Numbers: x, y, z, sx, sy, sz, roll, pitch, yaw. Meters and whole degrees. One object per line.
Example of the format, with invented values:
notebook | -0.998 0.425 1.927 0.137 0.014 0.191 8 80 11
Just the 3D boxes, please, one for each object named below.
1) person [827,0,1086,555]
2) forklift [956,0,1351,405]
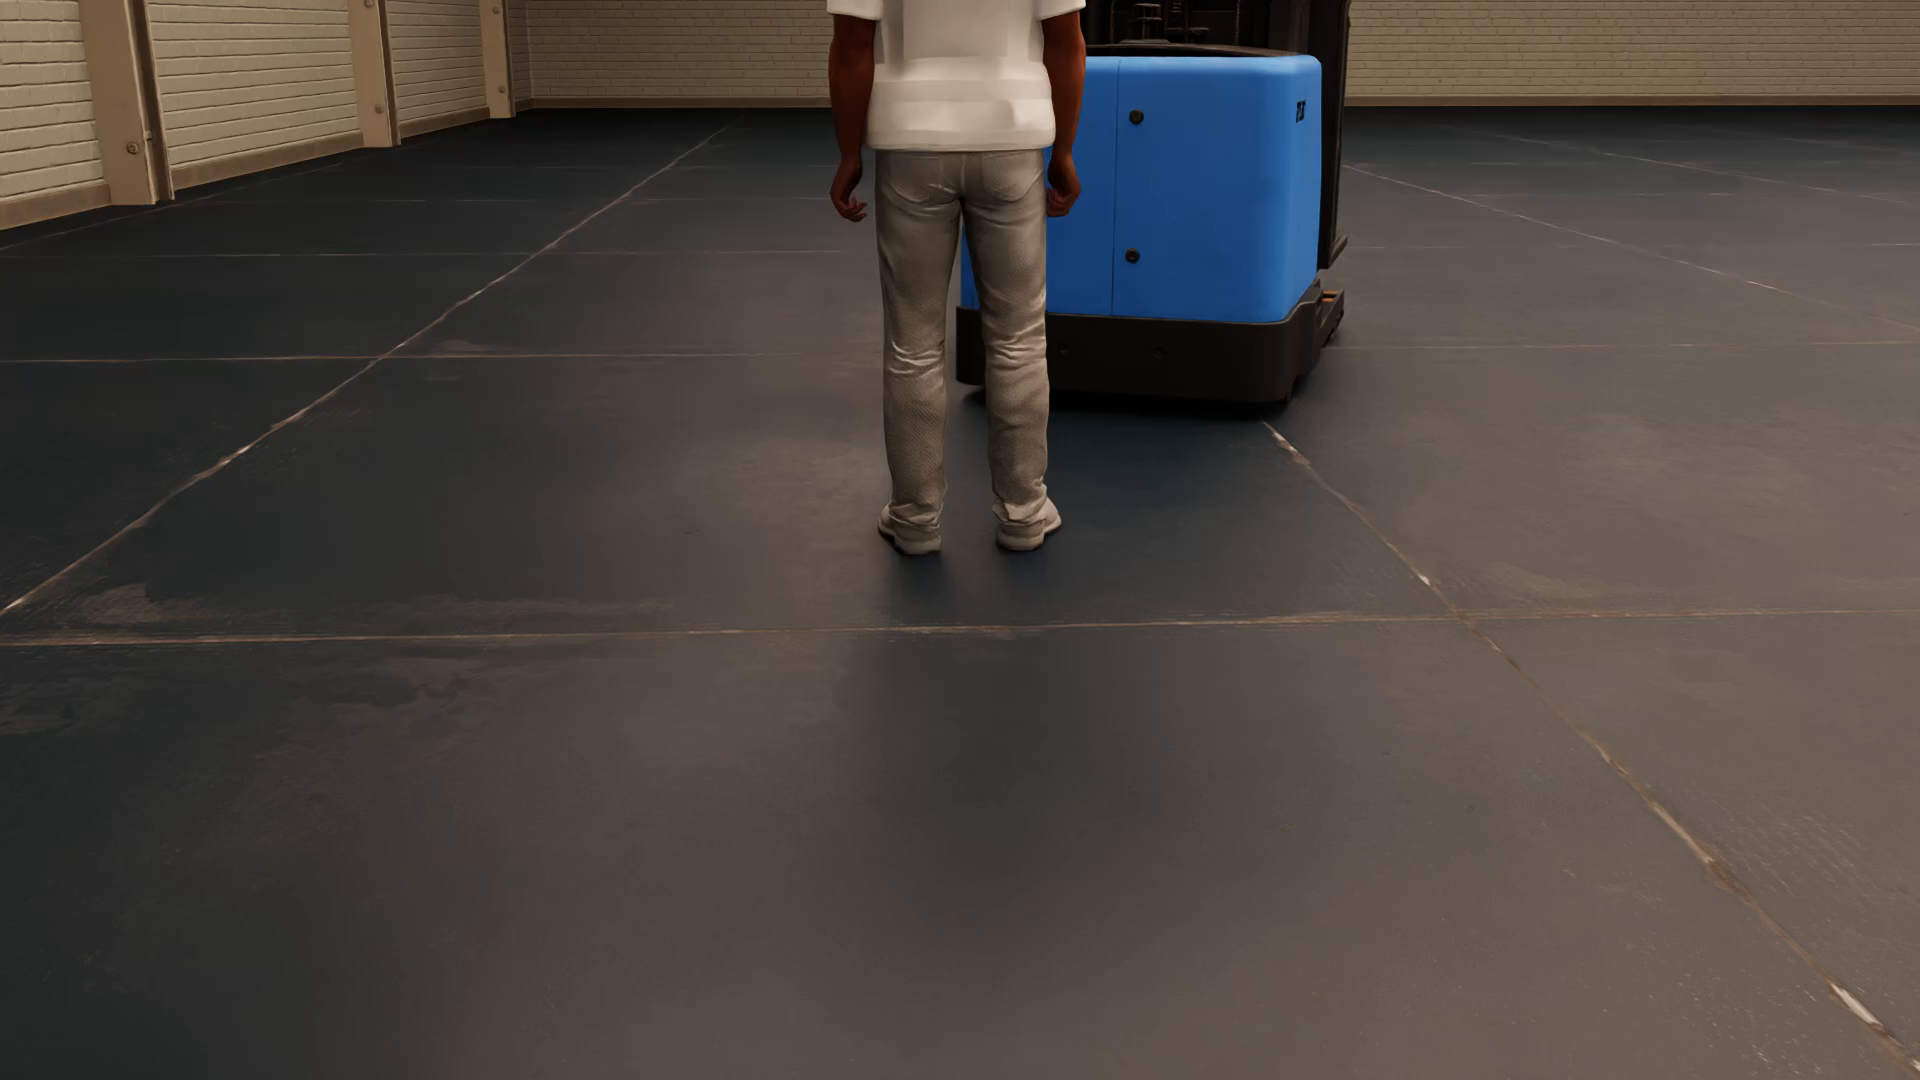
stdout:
person | -0.010 -0.845 3.662 0.556 1.770 0.388 -1 17 -3
forklift | 0.910 -2.208 6.126 1.130 2.935 3.031 5 18 16
